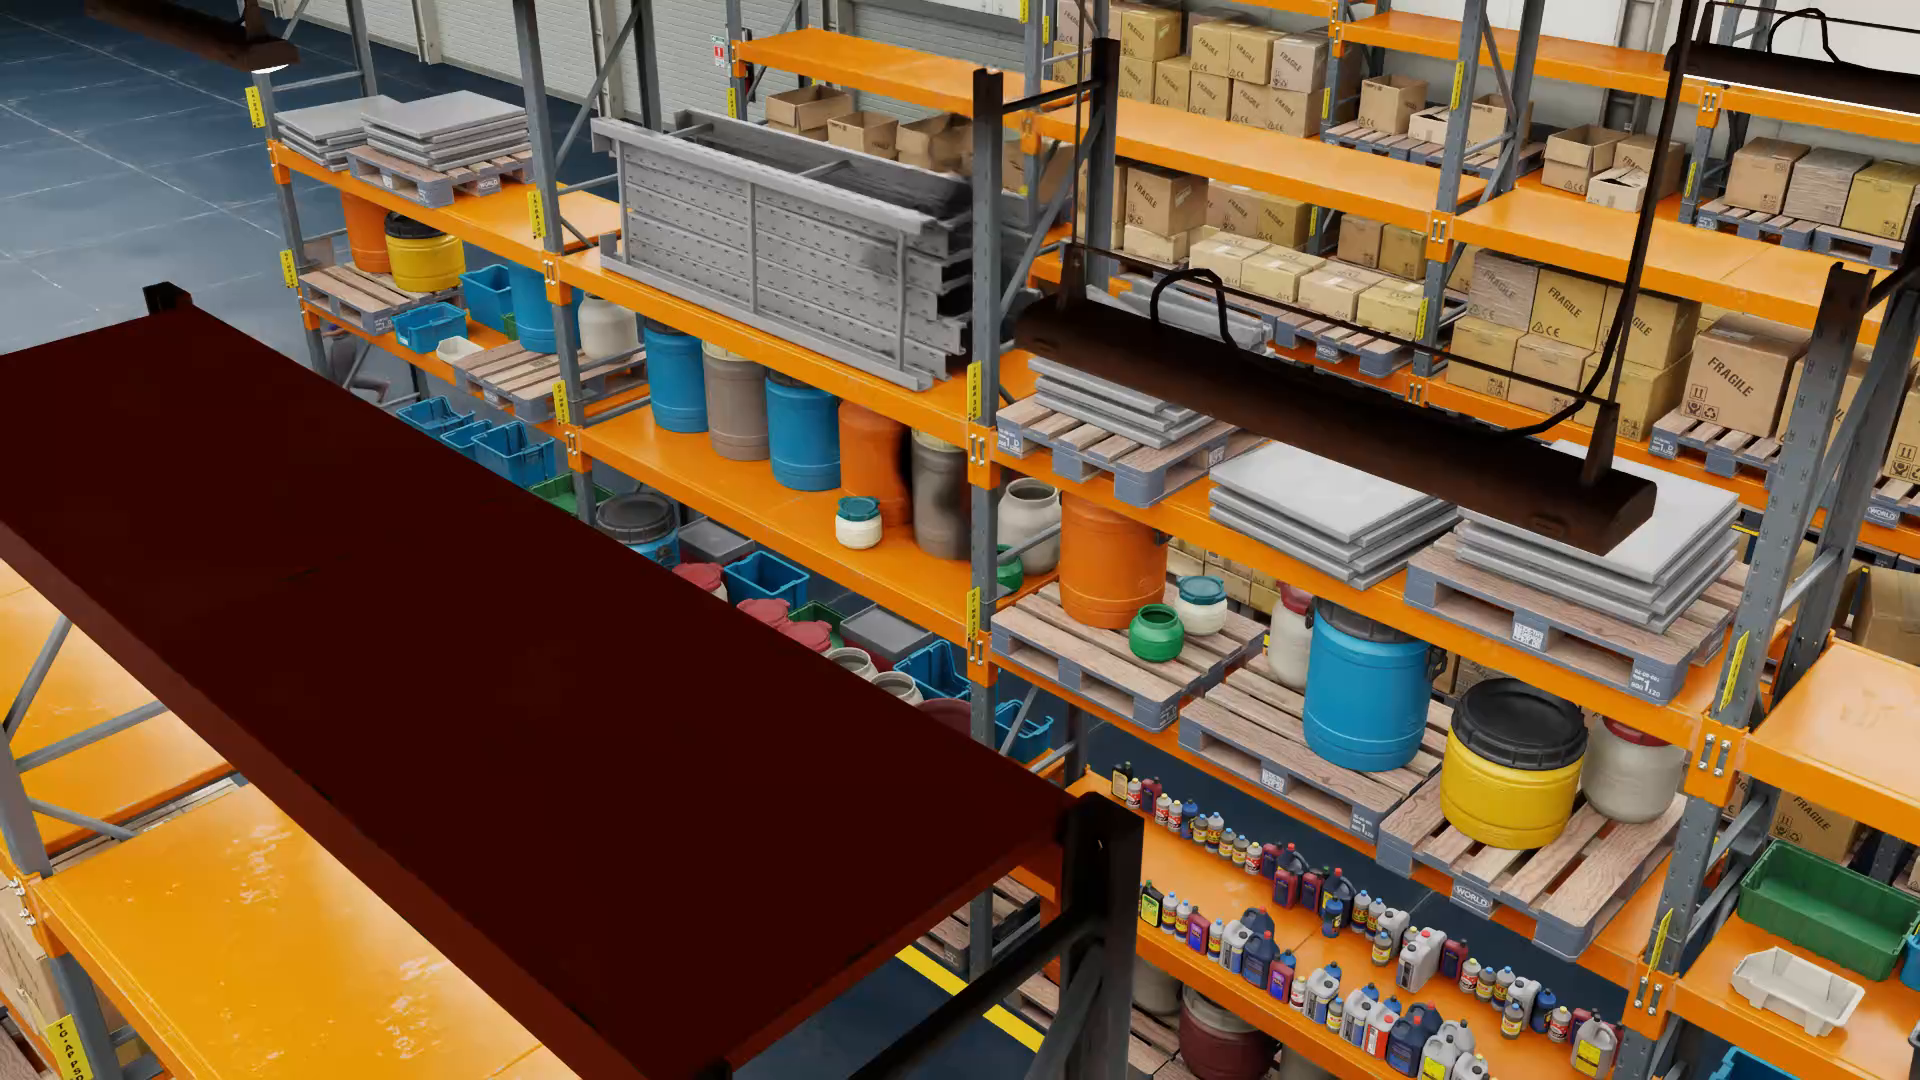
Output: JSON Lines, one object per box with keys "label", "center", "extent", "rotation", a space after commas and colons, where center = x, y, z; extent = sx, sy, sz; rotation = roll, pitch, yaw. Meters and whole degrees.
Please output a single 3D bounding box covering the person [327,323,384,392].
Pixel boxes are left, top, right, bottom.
{"label": "person", "center": [-6.795, -2.127, 18.512], "extent": [0.614, 1.344, 0.546], "rotation": [-9, 31, -16]}
